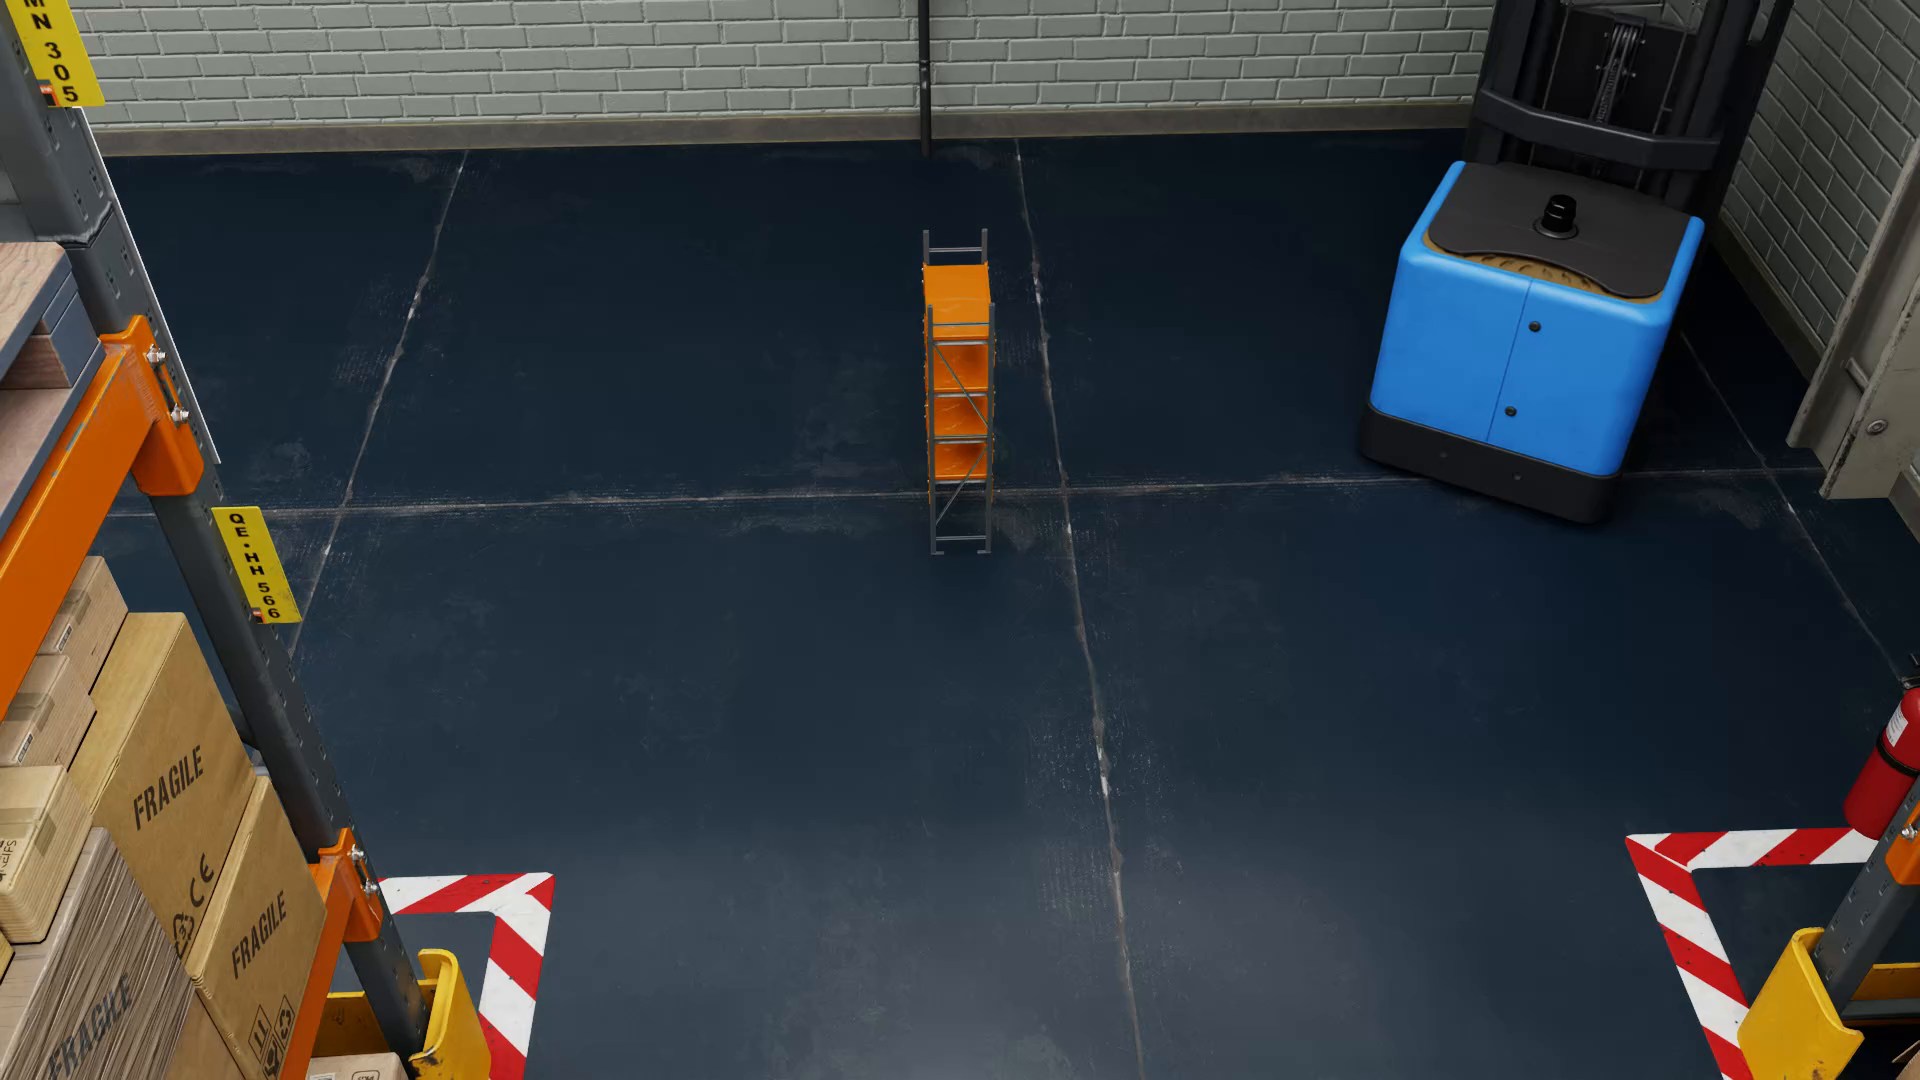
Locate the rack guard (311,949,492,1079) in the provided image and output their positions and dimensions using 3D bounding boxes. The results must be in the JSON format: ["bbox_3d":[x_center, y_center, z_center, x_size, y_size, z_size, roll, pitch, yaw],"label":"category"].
[{"bbox_3d":[-1.998,1.481,4.764,1.175,0.500,0.348,-2,43,-2],"label":"rack guard"}]

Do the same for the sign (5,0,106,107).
[{"bbox_3d":[-1.454,-0.833,2.622,0.100,0.325,0.005,-2,43,-2],"label":"sign"}]

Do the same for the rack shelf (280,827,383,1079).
[{"bbox_3d":[-1.912,2.191,2.672,1.077,0.370,4.000,-2,43,-2],"label":"rack shelf"}]

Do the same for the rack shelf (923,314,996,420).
[{"bbox_3d":[-0.007,-0.669,6.361,0.258,0.148,0.480,-2,43,-2],"label":"rack shelf"}]

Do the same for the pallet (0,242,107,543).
[{"bbox_3d":[-1.955,0.003,2.372,1.003,0.211,1.213,-2,43,-2],"label":"pallet"}]

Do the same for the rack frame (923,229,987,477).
[{"bbox_3d":[-0.017,-0.719,6.646,0.240,1.200,0.015,-2,43,-2],"label":"rack frame"}]

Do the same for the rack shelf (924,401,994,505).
[{"bbox_3d":[-0.007,-0.358,6.646,0.258,0.148,0.480,-2,43,-2],"label":"rack shelf"}]

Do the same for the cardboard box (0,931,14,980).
[{"bbox_3d":[-1.682,0.682,2.492,0.380,0.149,0.250,-1,43,-1],"label":"cardboard box"}]

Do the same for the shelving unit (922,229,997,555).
[{"bbox_3d":[-0.007,-0.554,6.466,0.258,1.200,0.503,-2,43,-2],"label":"shelving unit"}]

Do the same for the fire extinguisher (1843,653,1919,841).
[{"bbox_3d":[2.494,0.511,4.306,0.296,0.674,0.183,-2,43,-2],"label":"fire extinguisher"}]

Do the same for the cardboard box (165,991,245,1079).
[{"bbox_3d":[-1.706,1.196,3.151,0.500,0.500,0.500,-2,43,-3],"label":"cardboard box"}]

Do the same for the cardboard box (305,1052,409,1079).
[{"bbox_3d":[-1.869,1.808,4.143,0.875,0.438,0.875,-3,43,-3],"label":"cardboard box"}]

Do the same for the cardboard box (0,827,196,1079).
[{"bbox_3d":[-1.687,0.841,2.798,0.500,0.500,0.500,-2,43,-2],"label":"cardboard box"}]

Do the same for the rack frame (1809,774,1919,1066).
[{"bbox_3d":[2.962,0.431,4.060,1.000,3.000,0.127,-2,43,-2],"label":"rack frame"}]

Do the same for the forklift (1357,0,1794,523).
[{"bbox_3d":[2.821,-2.139,6.914,1.130,2.935,3.031,19,46,20],"label":"forklift"}]

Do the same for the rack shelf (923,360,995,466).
[{"bbox_3d":[-0.007,-0.504,6.512,0.258,0.148,0.480,-2,43,-2],"label":"rack shelf"}]

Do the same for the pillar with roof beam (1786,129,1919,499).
[{"bbox_3d":[-0.553,-3.503,3.912,9.100,9.000,0.400,-2,43,-2],"label":"pillar with roof beam"}]

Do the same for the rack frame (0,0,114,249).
[{"bbox_3d":[-1.997,-1.636,1.875,1.000,3.000,0.127,-2,43,-2],"label":"rack frame"}]

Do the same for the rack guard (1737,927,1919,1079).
[{"bbox_3d":[2.965,1.404,4.848,1.175,0.500,0.348,-2,43,-2],"label":"rack guard"}]

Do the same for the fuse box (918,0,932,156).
[{"bbox_3d":[-0.155,-2.717,8.448,0.539,1.711,0.414,-2,43,-2],"label":"fuse box"}]

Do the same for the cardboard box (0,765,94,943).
[{"bbox_3d":[-1.652,0.511,2.679,0.380,0.149,0.250,-2,43,-2],"label":"cardboard box"}]

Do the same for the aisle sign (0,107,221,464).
[{"bbox_3d":[-1.690,-0.440,3.086,0.394,0.787,0.004,-2,43,-2],"label":"aisle sign"}]

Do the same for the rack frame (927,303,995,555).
[{"bbox_3d":[0.003,-0.389,6.287,0.240,1.200,0.015,-2,43,-2],"label":"rack frame"}]

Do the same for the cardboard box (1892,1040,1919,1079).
[{"bbox_3d":[2.893,1.612,4.308,0.797,0.503,0.637,-3,43,-3],"label":"cardboard box"}]

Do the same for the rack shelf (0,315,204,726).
[{"bbox_3d":[-1.912,1.086,1.658,1.077,0.370,4.000,-2,43,-2],"label":"rack shelf"}]

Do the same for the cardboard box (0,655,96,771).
[{"bbox_3d":[-1.747,0.339,2.867,0.380,0.149,0.250,-1,43,-1],"label":"cardboard box"}]

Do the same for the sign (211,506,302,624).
[{"bbox_3d":[-1.454,0.056,3.437,0.100,0.325,0.005,-2,43,-2],"label":"sign"}]

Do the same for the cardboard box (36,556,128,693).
[{"bbox_3d":[-1.782,0.168,3.053,0.380,0.149,0.250,-1,43,-1],"label":"cardboard box"}]

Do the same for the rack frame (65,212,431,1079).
[{"bbox_3d":[-1.997,0.576,3.902,1.000,3.000,0.127,-2,43,-2],"label":"rack frame"}]

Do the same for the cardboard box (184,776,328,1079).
[{"bbox_3d":[-1.712,0.857,3.521,0.500,0.500,0.500,-1,43,-2],"label":"cardboard box"}]

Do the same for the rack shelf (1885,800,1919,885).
[{"bbox_3d":[3.047,2.046,2.830,1.077,0.370,4.000,-2,43,-2],"label":"rack shelf"}]

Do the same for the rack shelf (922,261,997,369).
[{"bbox_3d":[-0.007,-0.844,6.201,0.258,0.148,0.480,-2,43,-2],"label":"rack shelf"}]

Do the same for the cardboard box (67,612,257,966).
[{"bbox_3d":[-1.739,0.489,3.182,0.500,0.500,0.500,0,43,0],"label":"cardboard box"}]
